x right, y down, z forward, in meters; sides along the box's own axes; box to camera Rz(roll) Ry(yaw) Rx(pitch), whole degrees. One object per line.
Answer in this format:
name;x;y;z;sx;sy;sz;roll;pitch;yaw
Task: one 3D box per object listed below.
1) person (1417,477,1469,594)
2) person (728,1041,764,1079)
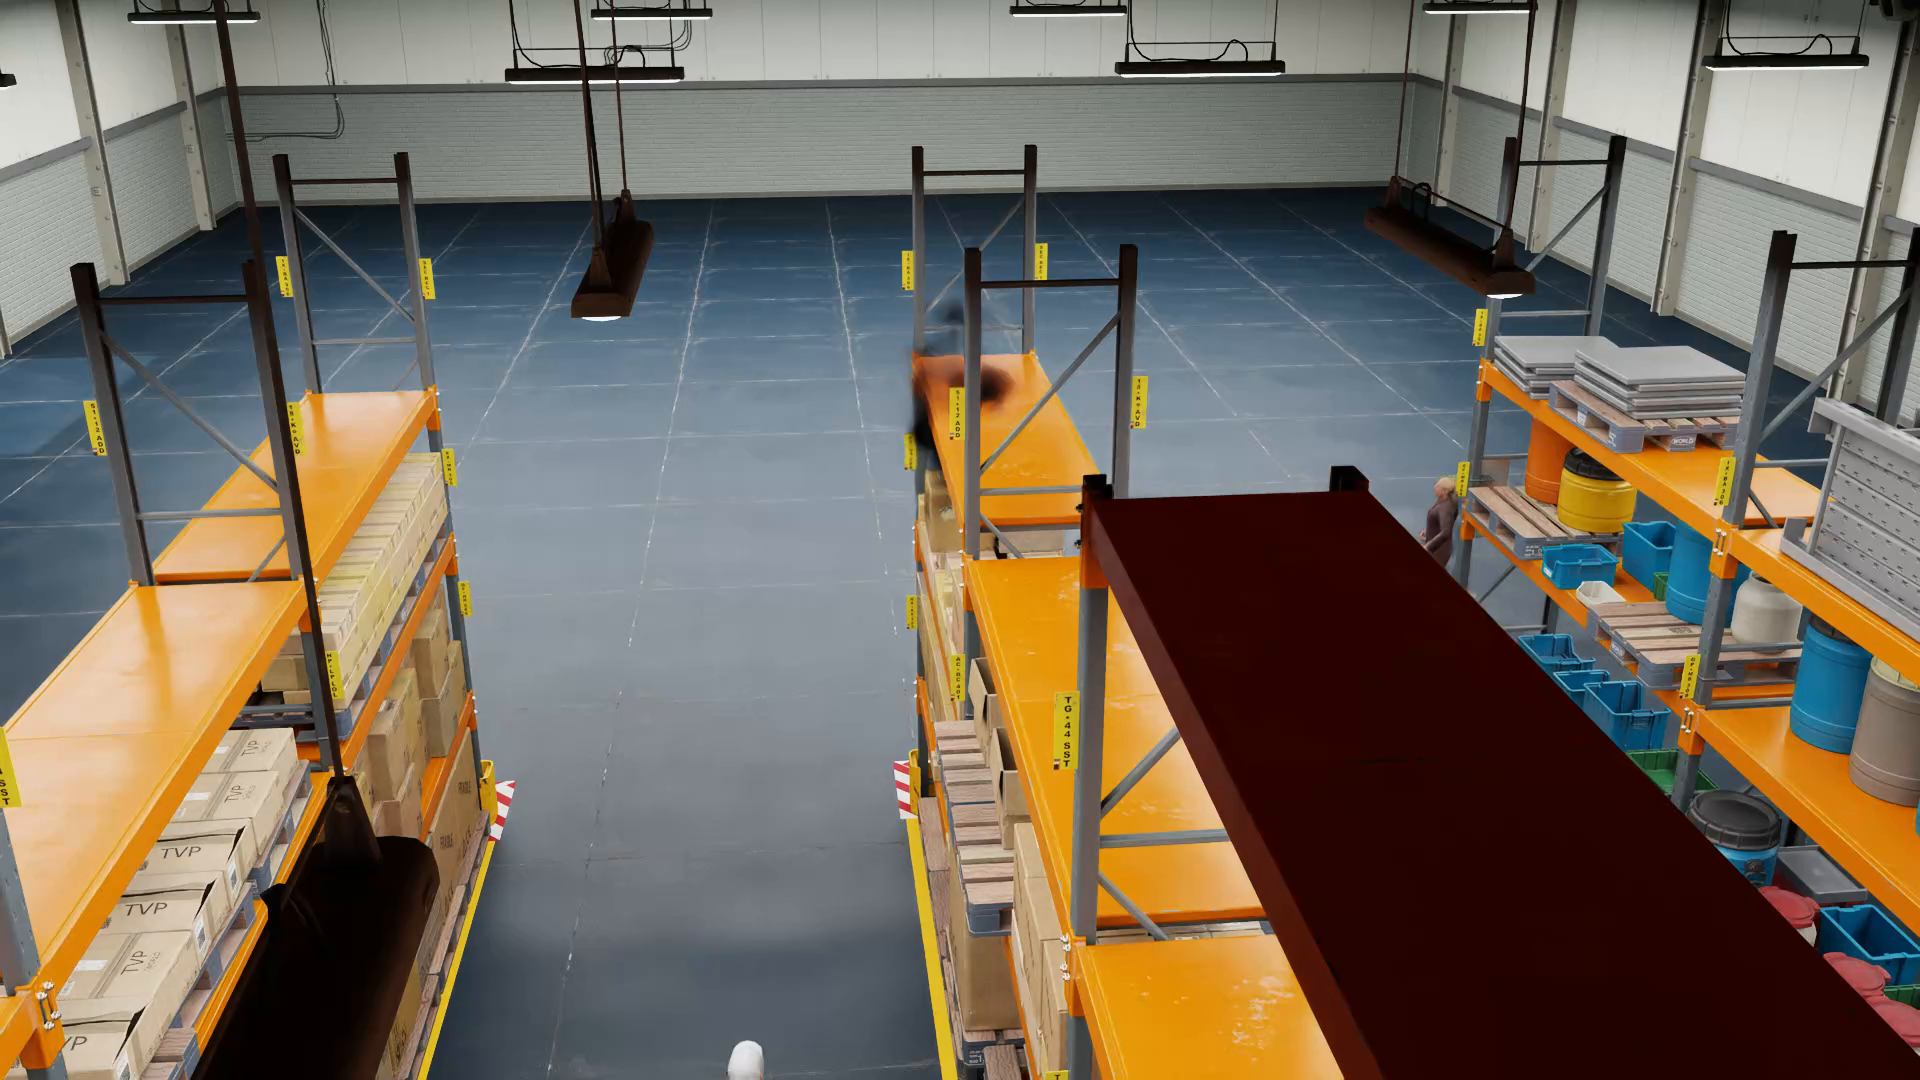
person;5.525;0.114;18.997;0.686;1.729;0.756;9;23;21
person;-1.252;3.763;9.714;0.671;1.819;0.911;-3;22;-7
